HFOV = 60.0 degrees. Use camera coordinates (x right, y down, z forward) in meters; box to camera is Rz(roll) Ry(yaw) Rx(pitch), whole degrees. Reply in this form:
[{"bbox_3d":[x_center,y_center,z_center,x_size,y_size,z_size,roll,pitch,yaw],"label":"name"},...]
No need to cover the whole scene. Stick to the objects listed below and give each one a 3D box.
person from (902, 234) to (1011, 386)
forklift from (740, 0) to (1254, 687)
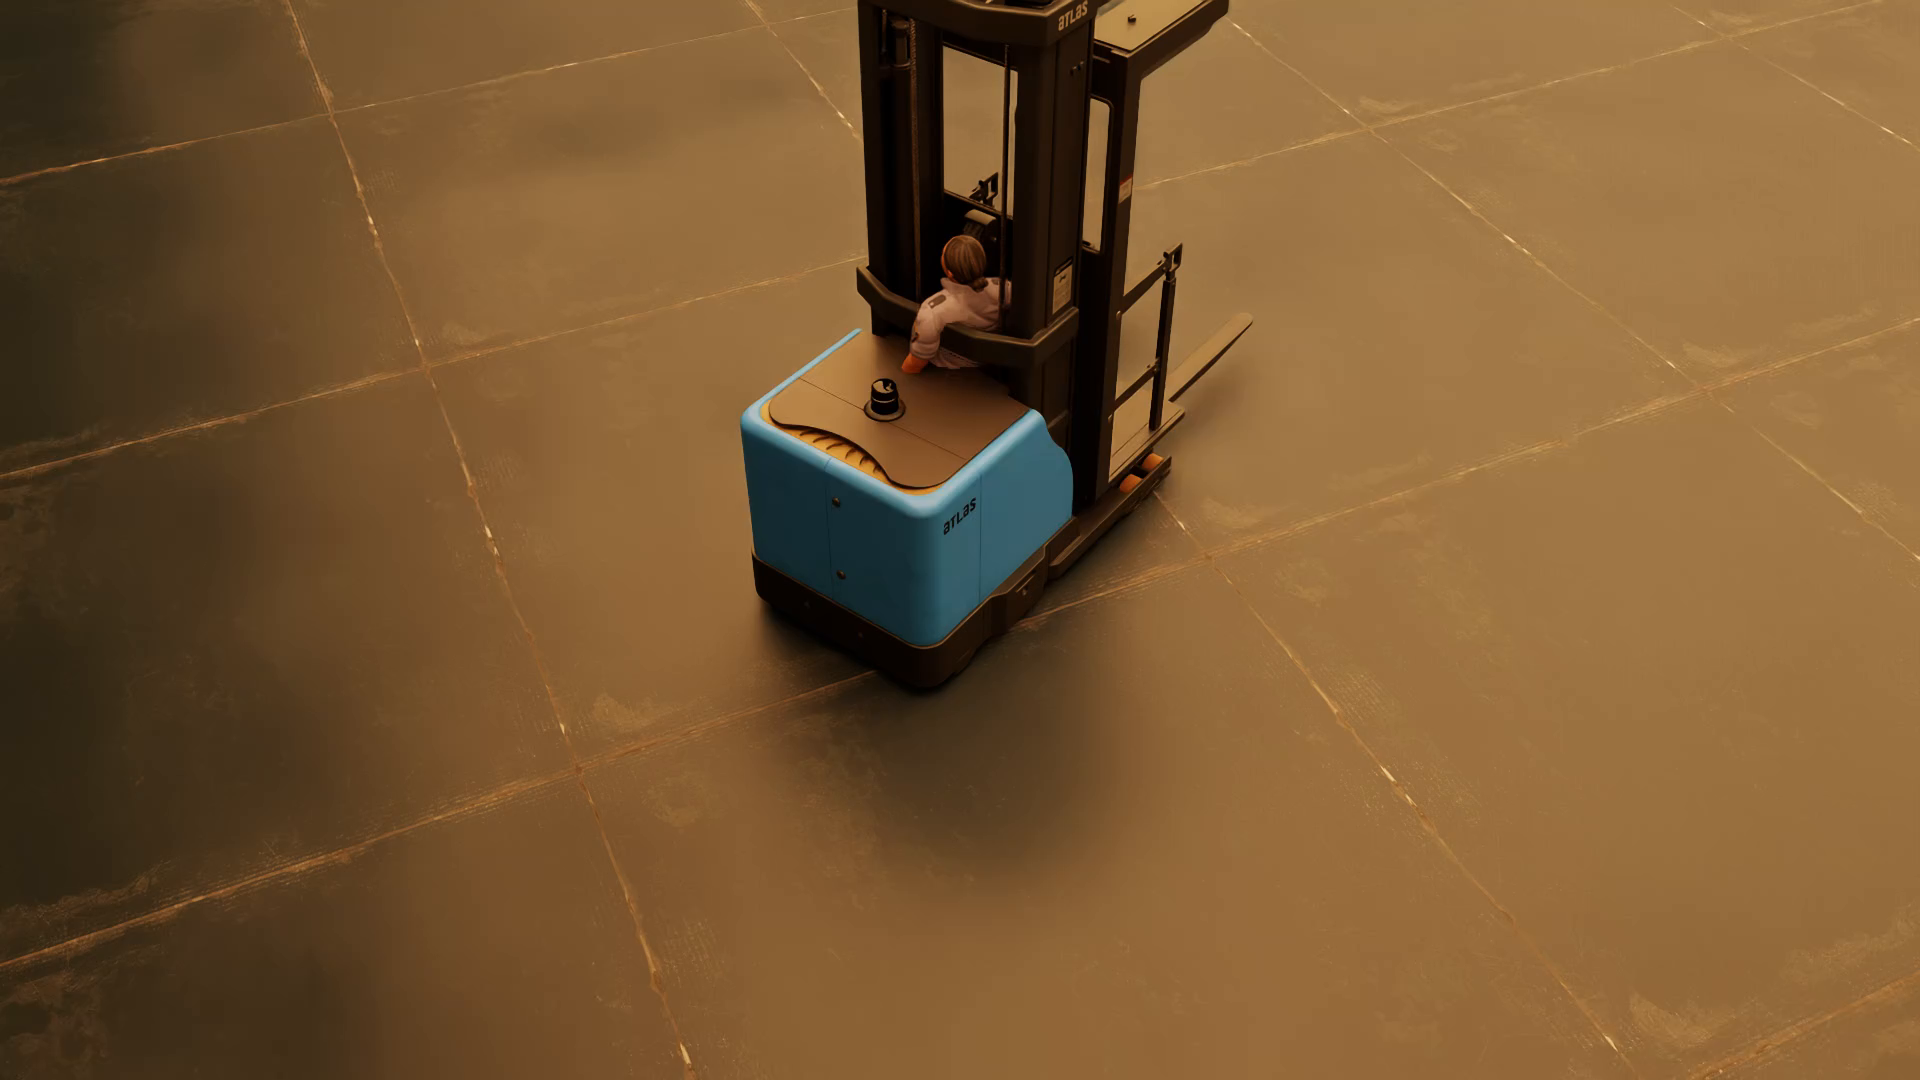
[{"bbox_3d":[-0.011,-0.718,7.257,0.592,1.629,0.536,-18,46,-18],"label":"person"},{"bbox_3d":[0.369,-1.403,7.184,1.130,2.935,3.031,27,50,26],"label":"forklift"}]
